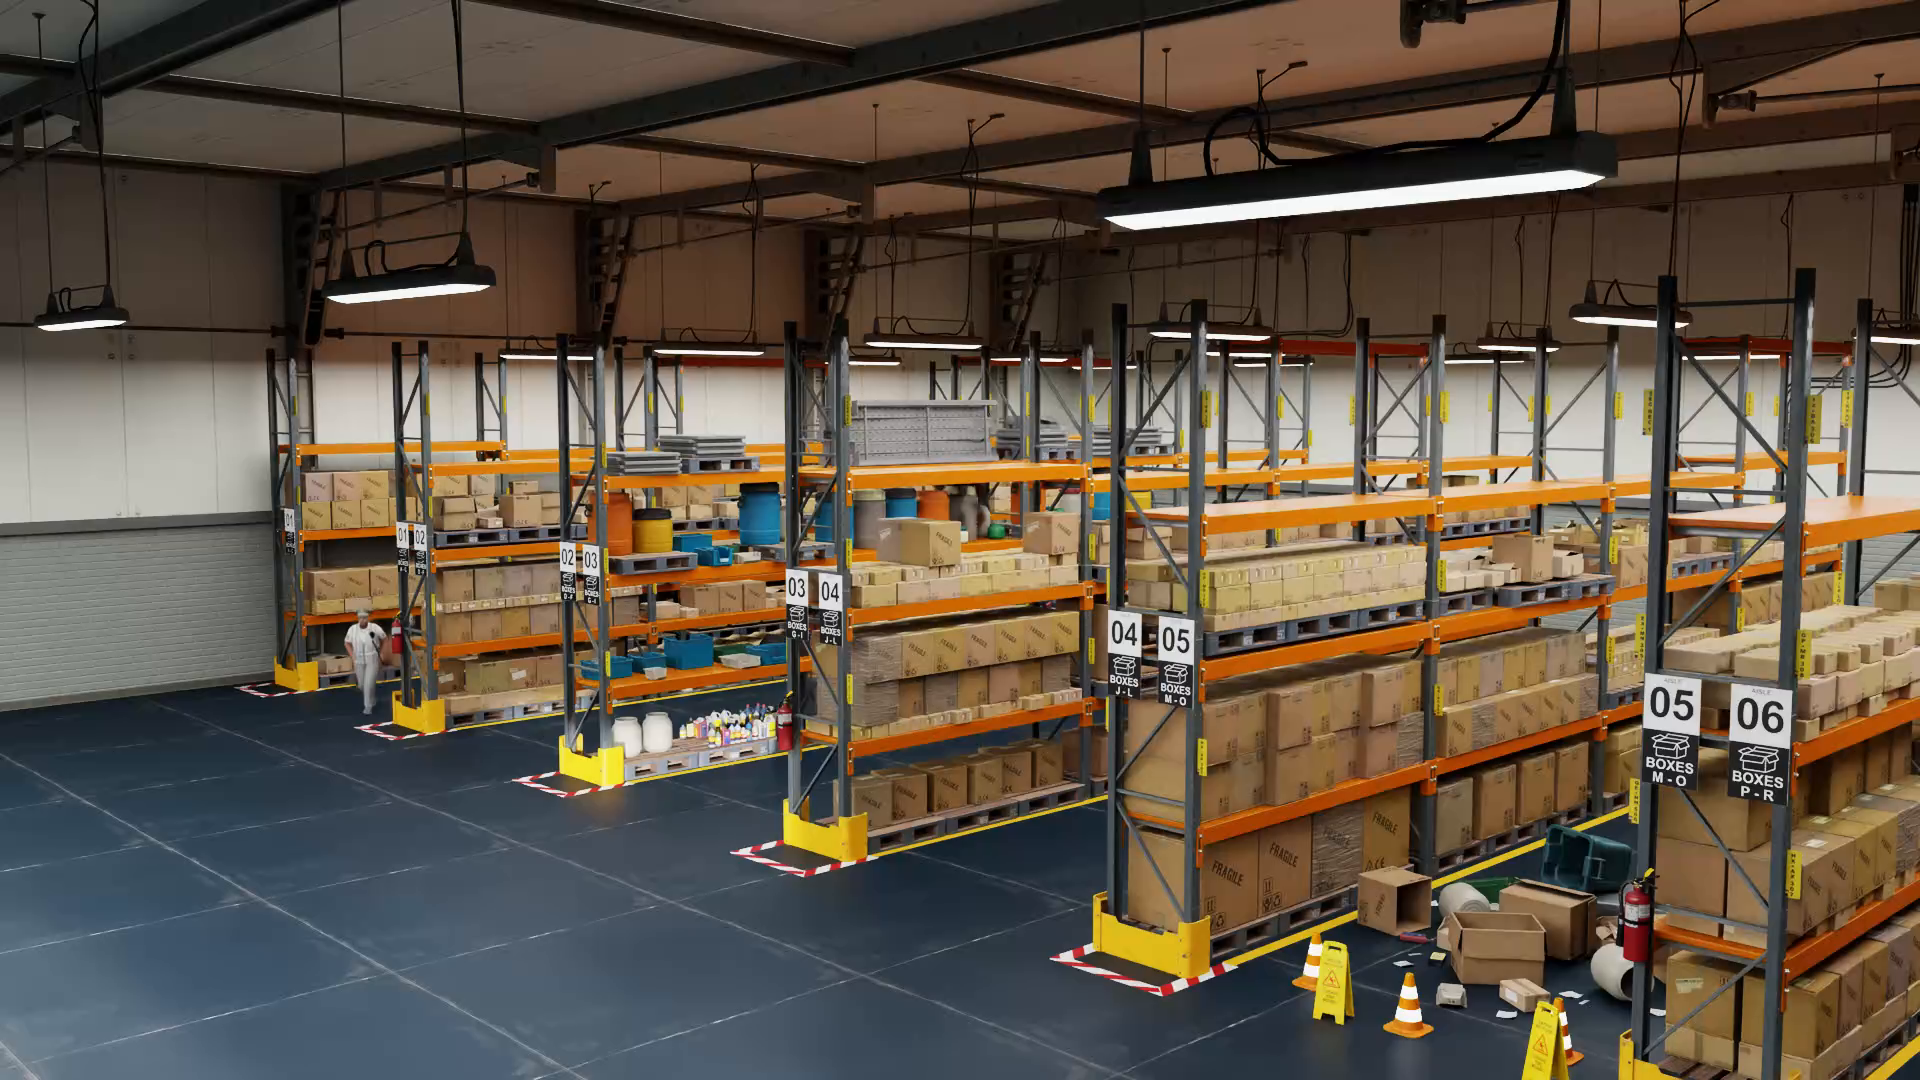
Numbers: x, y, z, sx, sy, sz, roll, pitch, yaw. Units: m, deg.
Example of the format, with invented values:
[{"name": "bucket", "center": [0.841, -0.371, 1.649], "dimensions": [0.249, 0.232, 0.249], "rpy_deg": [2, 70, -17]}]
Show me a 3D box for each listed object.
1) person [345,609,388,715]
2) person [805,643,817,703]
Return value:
[{"name": "person", "center": [-9.710, 1.953, 27.264], "dimensions": [0.661, 1.733, 0.809], "rpy_deg": [0, 5, -4]}, {"name": "person", "center": [-2.448, 2.056, 26.556], "dimensions": [0.582, 1.634, 0.661], "rpy_deg": [1, 5, 16]}]
